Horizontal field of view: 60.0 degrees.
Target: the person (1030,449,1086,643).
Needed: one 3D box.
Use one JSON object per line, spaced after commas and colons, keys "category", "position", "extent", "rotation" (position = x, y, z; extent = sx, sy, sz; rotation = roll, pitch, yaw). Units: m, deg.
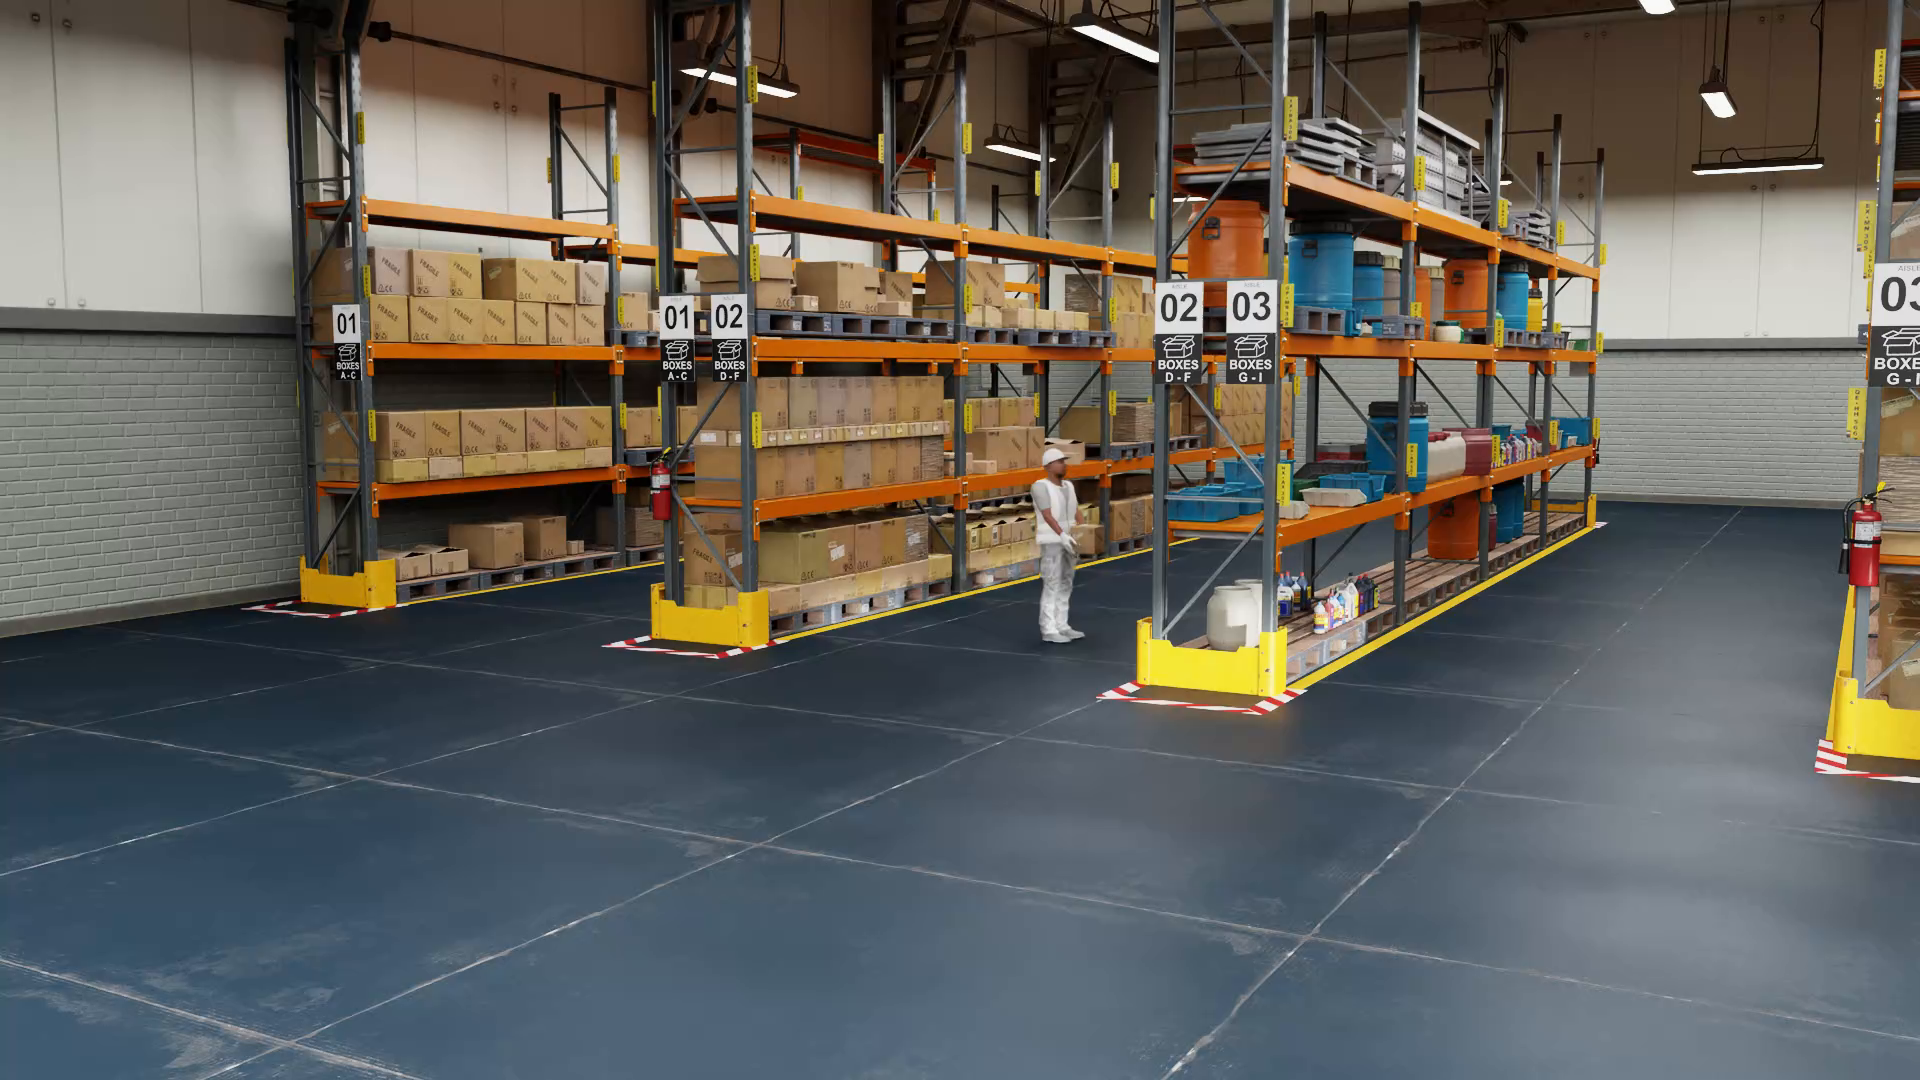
{"category": "person", "position": [0.970, 0.048, 15.492], "extent": [0.550, 1.788, 0.526], "rotation": [6, 8, 43]}
